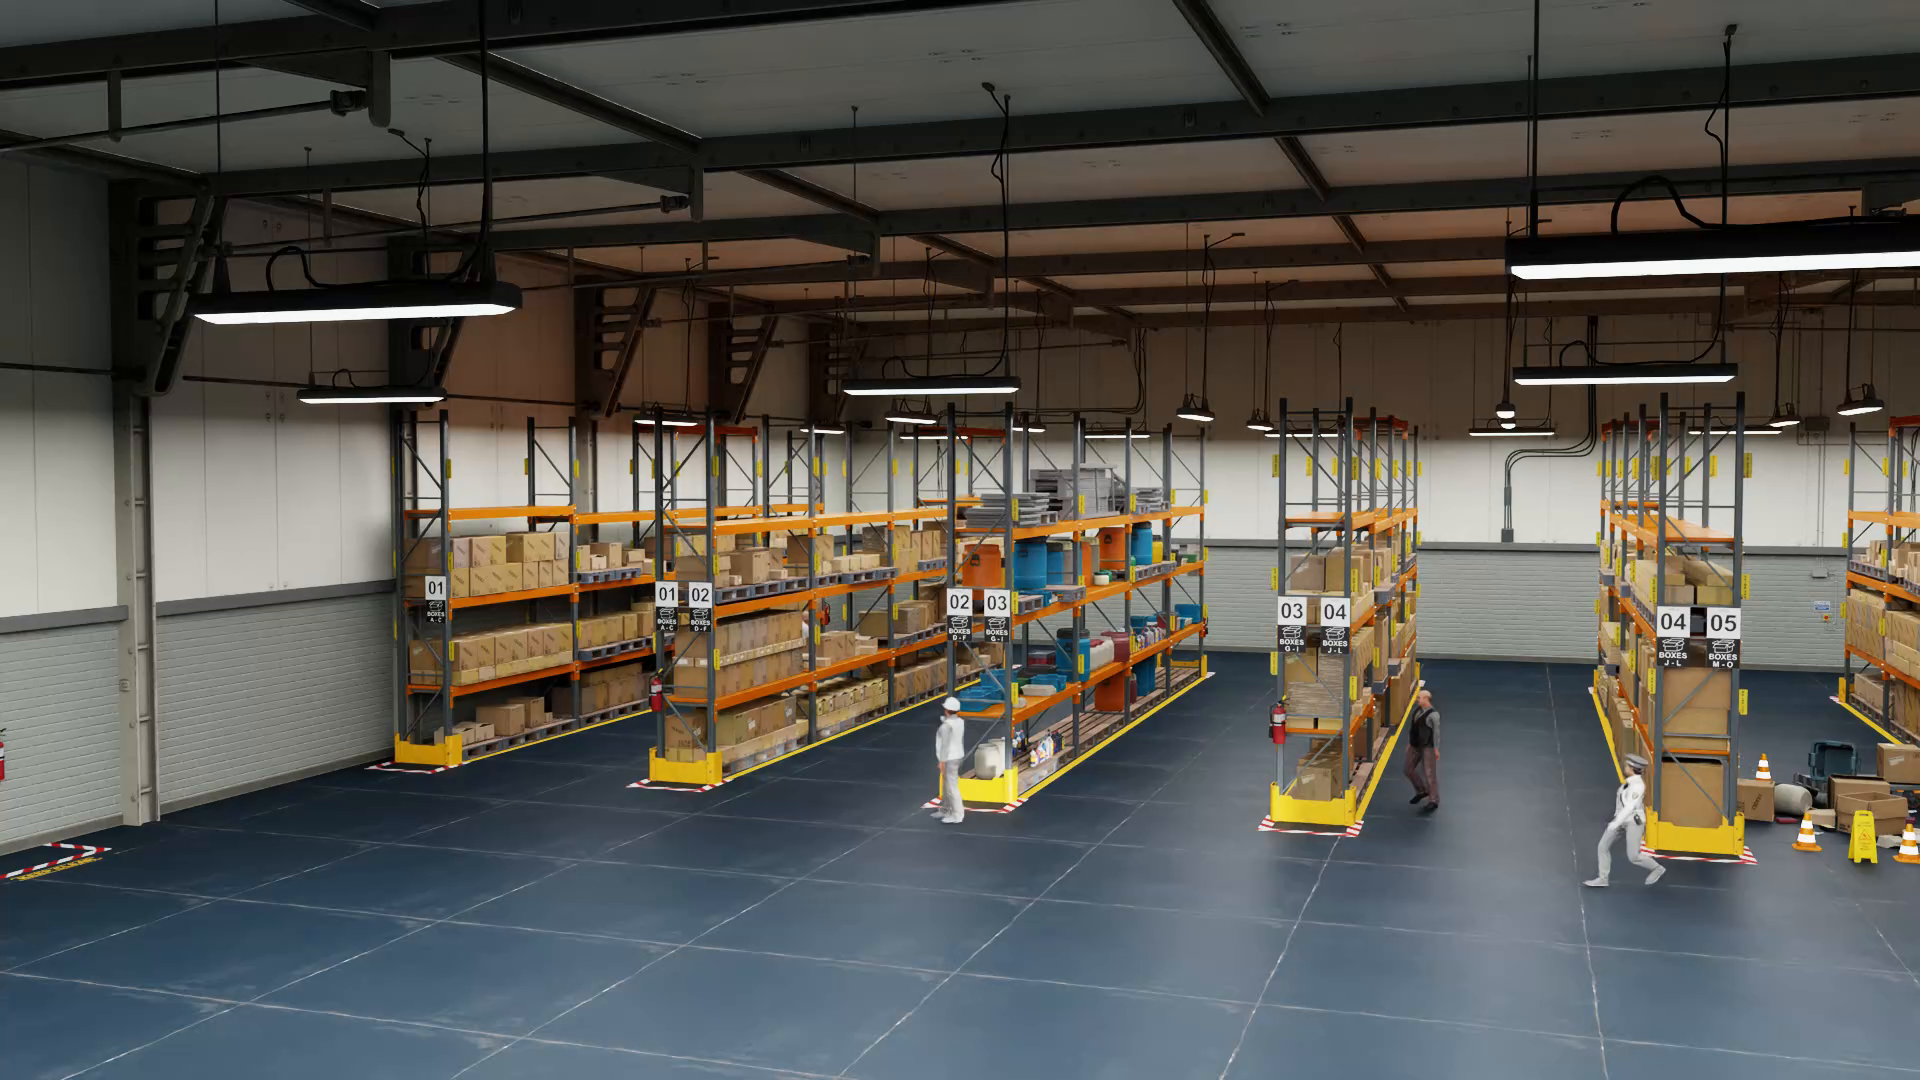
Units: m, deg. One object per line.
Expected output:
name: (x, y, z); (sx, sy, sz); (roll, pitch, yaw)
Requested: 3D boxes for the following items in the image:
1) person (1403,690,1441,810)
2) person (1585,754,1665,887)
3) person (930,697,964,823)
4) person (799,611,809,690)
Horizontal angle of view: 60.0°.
person: (6.829, 3.075, 24.499); (0.405, 1.735, 0.592); (-1, 3, -23)
person: (7.960, 3.354, 19.871); (0.951, 1.576, 0.409); (-1, 3, -16)
person: (-0.210, 3.104, 23.558); (0.568, 1.775, 0.592); (1, 3, 13)
person: (-3.471, 2.499, 37.522); (0.371, 1.792, 0.616); (1, 3, 30)
